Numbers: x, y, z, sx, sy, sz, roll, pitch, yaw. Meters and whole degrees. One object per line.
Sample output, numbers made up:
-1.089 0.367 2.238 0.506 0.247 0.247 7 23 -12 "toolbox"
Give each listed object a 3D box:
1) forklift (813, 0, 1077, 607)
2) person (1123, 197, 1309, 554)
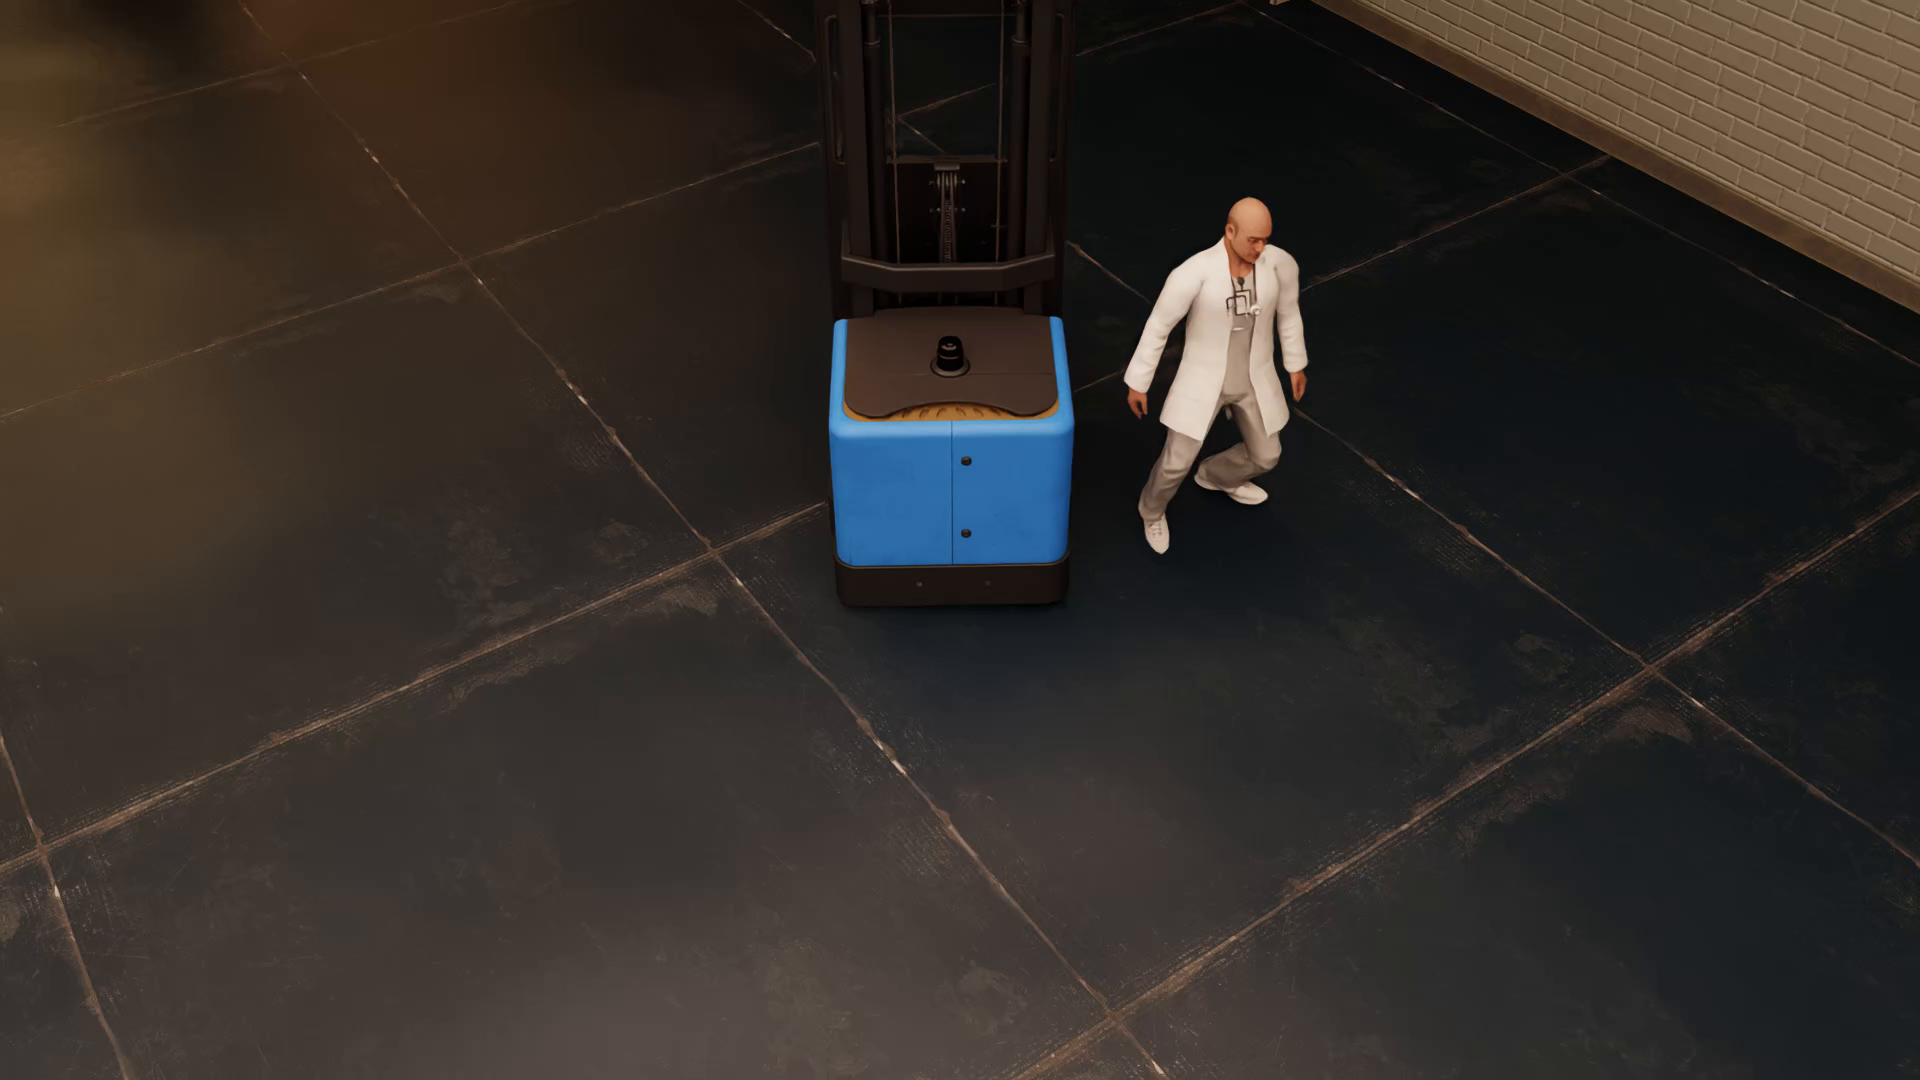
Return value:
-0.068 -1.759 7.624 1.130 2.935 3.031 -1 43 -1 "forklift"
1.146 -0.713 7.435 0.861 1.749 0.474 -6 43 -7 "person"
